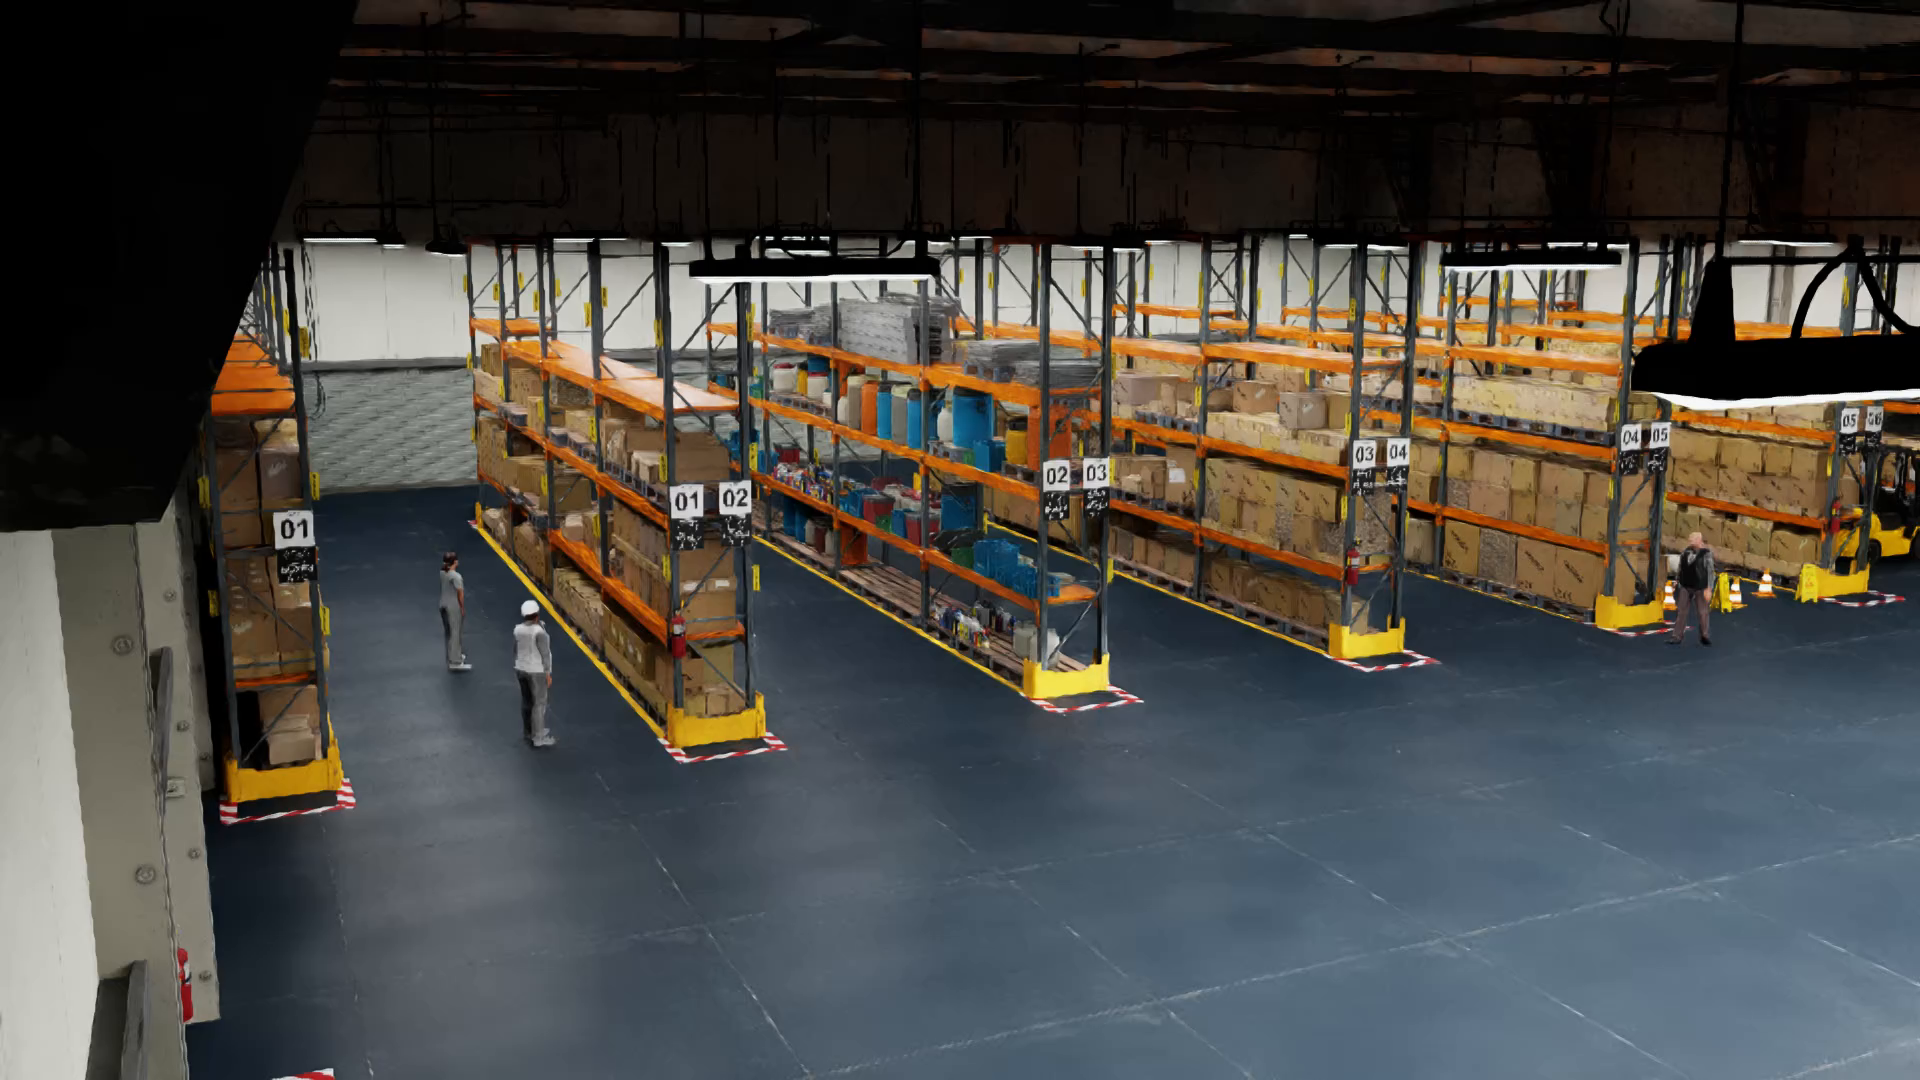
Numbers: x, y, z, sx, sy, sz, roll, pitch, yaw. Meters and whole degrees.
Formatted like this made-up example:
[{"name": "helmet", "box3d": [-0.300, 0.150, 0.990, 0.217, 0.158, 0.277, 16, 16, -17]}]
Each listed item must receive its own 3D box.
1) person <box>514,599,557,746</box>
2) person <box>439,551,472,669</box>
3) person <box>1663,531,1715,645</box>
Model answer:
[{"name": "person", "box3d": [-5.151, 1.585, 20.228, 0.584, 1.776, 0.450, 8, 13, 35]}, {"name": "person", "box3d": [-7.165, 0.973, 23.627, 0.540, 1.679, 0.451, 8, 14, 36]}, {"name": "person", "box3d": [10.956, 0.721, 24.904, 0.619, 1.722, 0.641, -8, 14, -37]}]
